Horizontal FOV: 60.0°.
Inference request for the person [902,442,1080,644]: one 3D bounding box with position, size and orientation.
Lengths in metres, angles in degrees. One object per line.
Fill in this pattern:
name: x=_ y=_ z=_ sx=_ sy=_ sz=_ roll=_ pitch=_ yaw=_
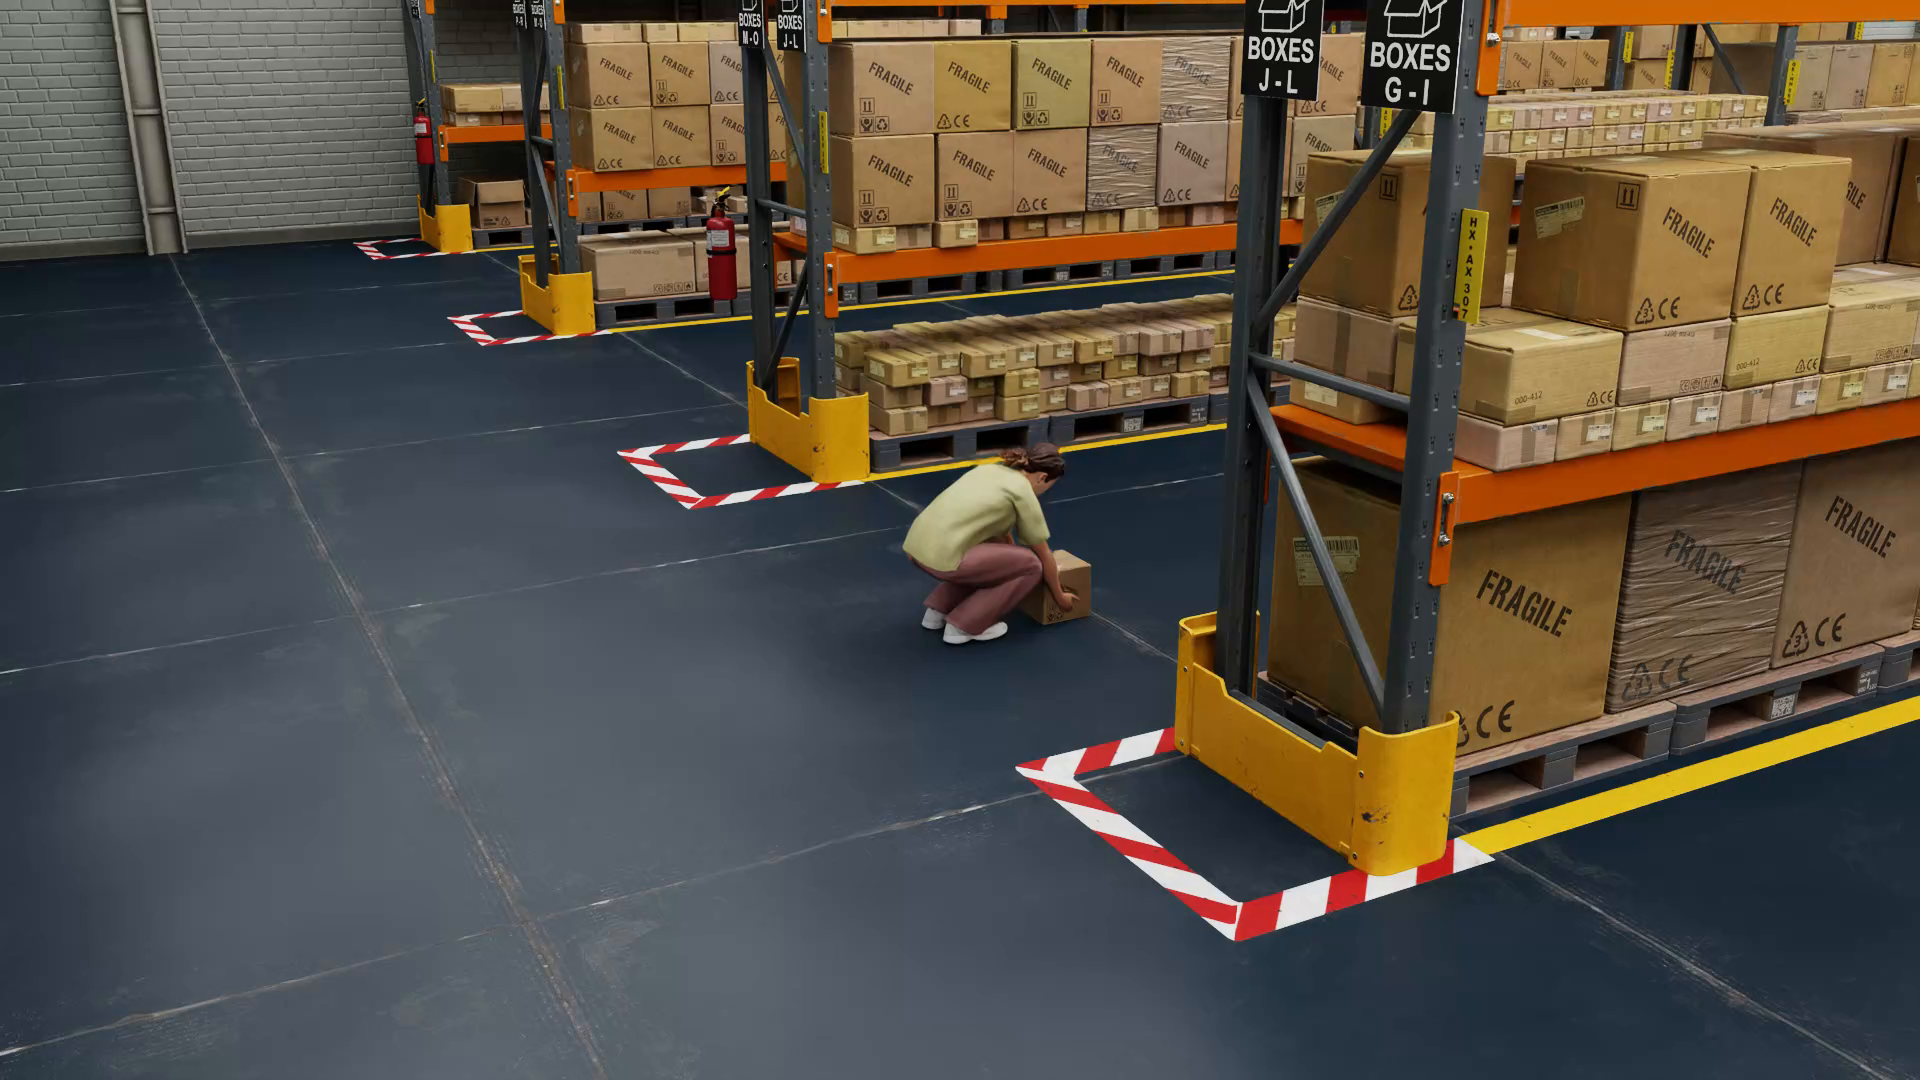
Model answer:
person: x=0.132 y=0.004 z=7.424 sx=0.805 sy=0.806 sz=0.479 roll=-10 pitch=21 yaw=-27
